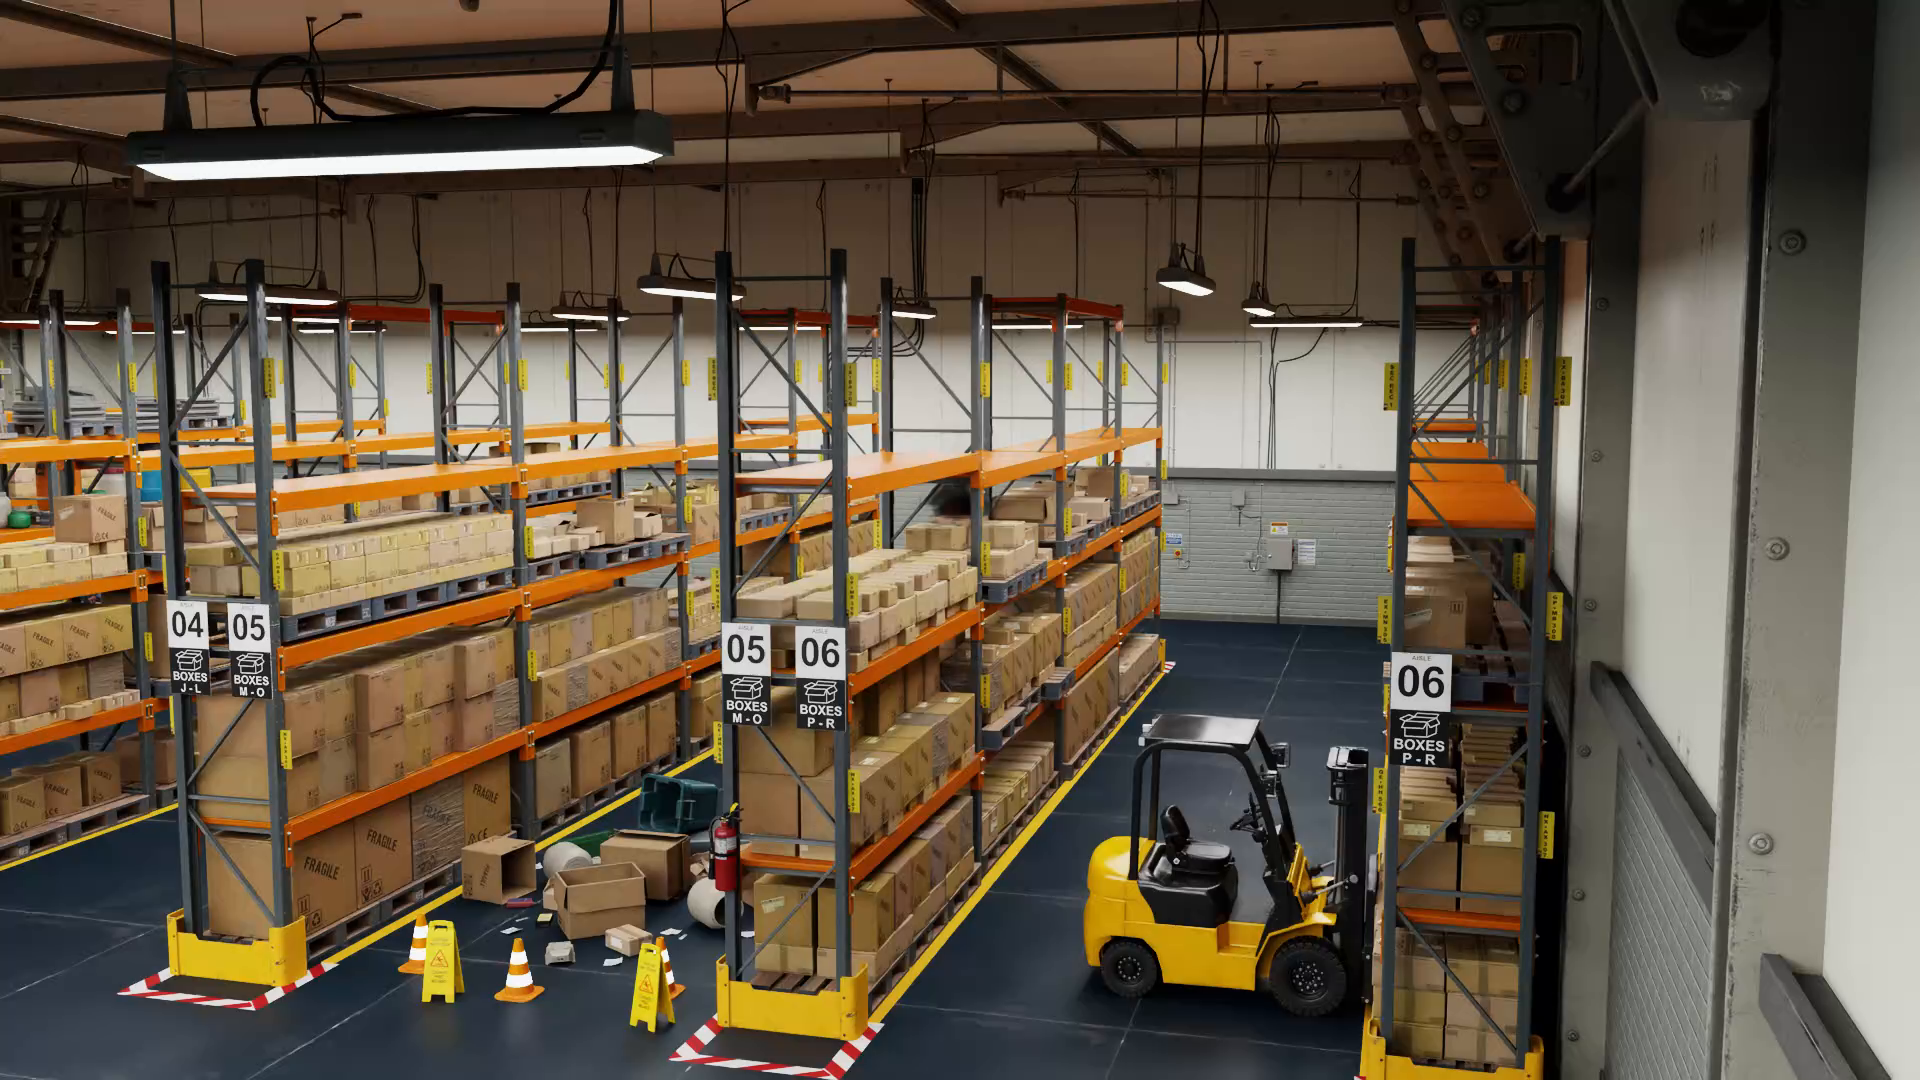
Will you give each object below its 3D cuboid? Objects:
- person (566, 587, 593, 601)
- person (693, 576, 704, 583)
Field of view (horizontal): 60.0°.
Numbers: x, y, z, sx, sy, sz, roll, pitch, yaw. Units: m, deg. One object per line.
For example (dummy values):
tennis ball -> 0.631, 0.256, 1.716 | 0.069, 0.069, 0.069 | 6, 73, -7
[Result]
person -> -5.962, 1.521, 26.299 | 0.647, 1.841, 0.881 | 1, 6, 12
person -> -4.316, 1.422, 27.647 | 0.586, 1.666, 0.849 | 3, 7, 24
